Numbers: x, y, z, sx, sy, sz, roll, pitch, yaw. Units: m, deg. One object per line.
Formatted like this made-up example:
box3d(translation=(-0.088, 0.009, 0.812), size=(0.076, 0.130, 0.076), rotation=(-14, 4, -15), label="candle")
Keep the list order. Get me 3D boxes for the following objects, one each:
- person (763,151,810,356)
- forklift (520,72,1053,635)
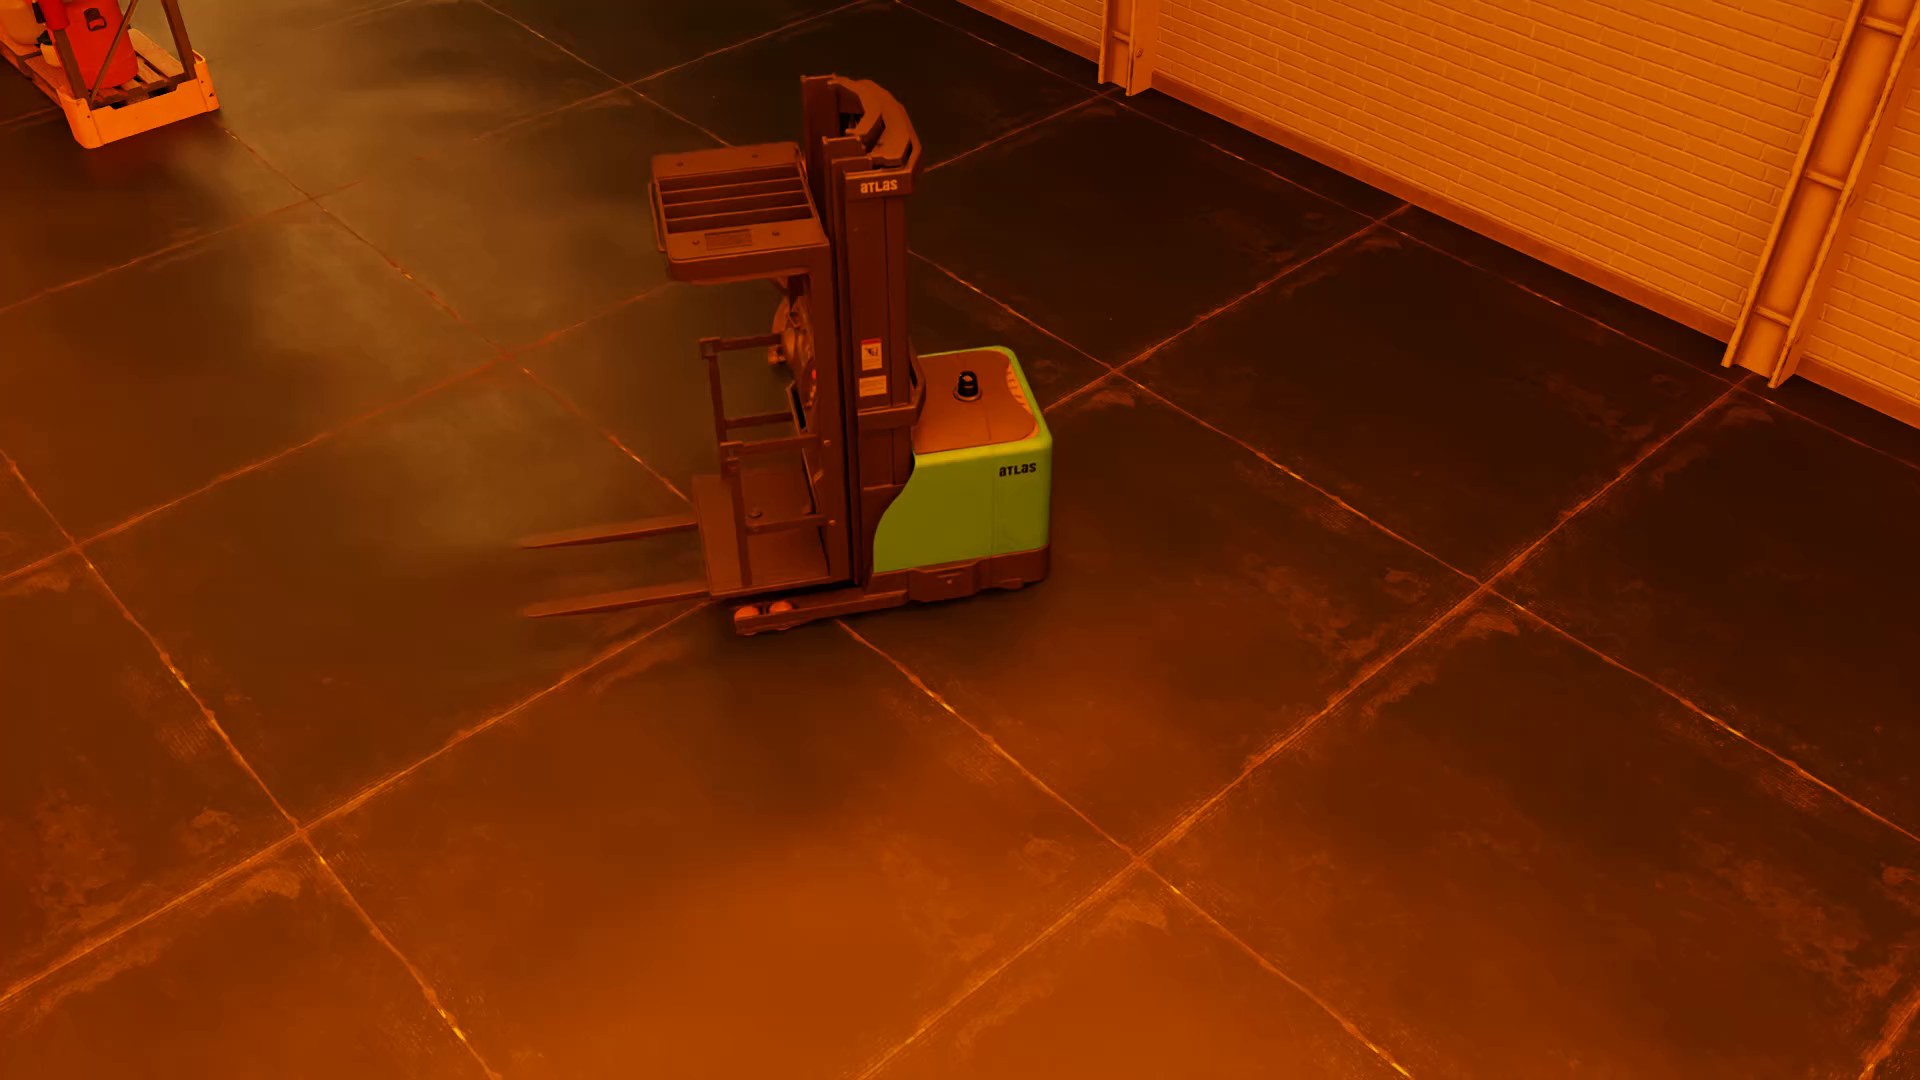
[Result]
box3d(translation=(-1.057, -1.878, 11.144), size=(0.587, 1.615, 0.692), rotation=(-29, 49, -30), label="person")
box3d(translation=(-1.044, -0.944, 9.002), size=(3.031, 2.935, 1.130), rotation=(-8, 42, -10), label="forklift")
